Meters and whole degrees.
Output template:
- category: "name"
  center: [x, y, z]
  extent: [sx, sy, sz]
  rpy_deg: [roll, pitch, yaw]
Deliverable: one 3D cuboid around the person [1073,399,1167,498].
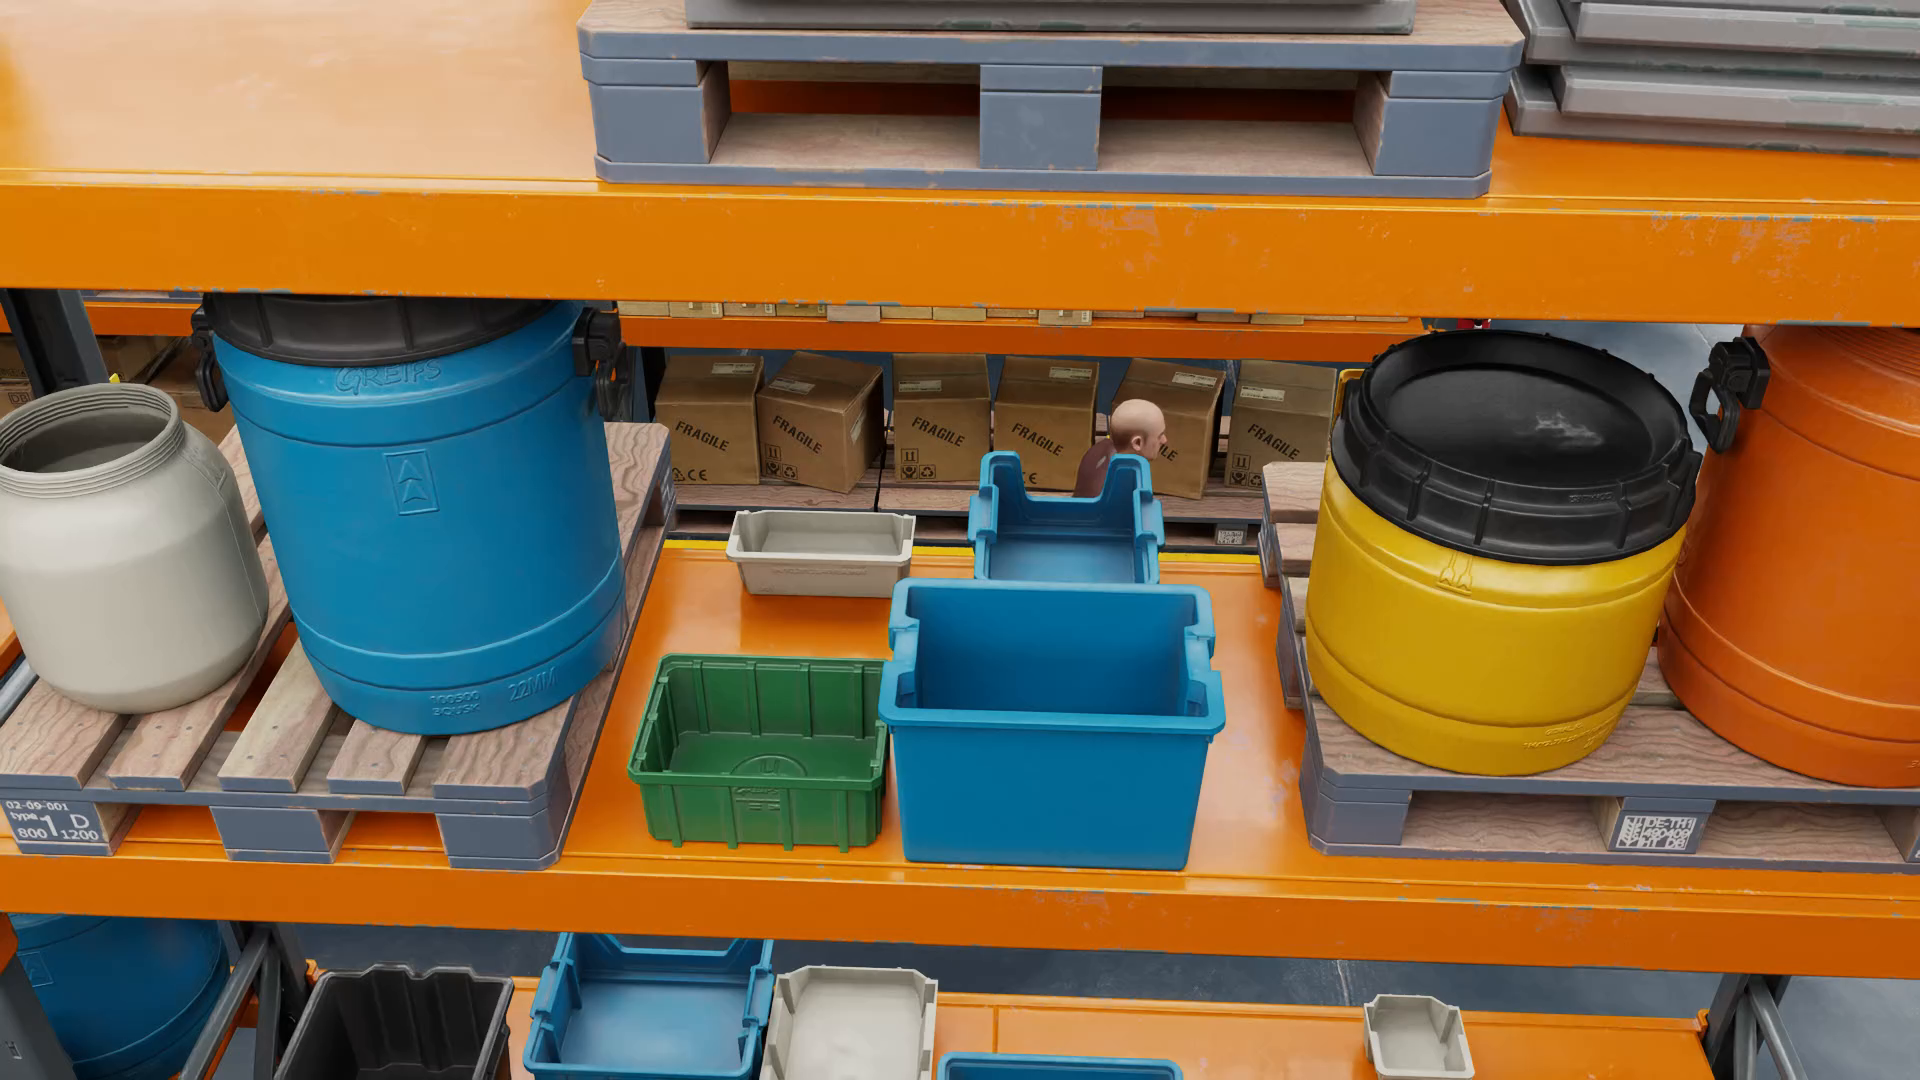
- category: "person"
  center: [0.637, 0.210, 6.834]
  extent: [0.421, 1.774, 0.654]
  rpy_deg: [0, 35, -1]
